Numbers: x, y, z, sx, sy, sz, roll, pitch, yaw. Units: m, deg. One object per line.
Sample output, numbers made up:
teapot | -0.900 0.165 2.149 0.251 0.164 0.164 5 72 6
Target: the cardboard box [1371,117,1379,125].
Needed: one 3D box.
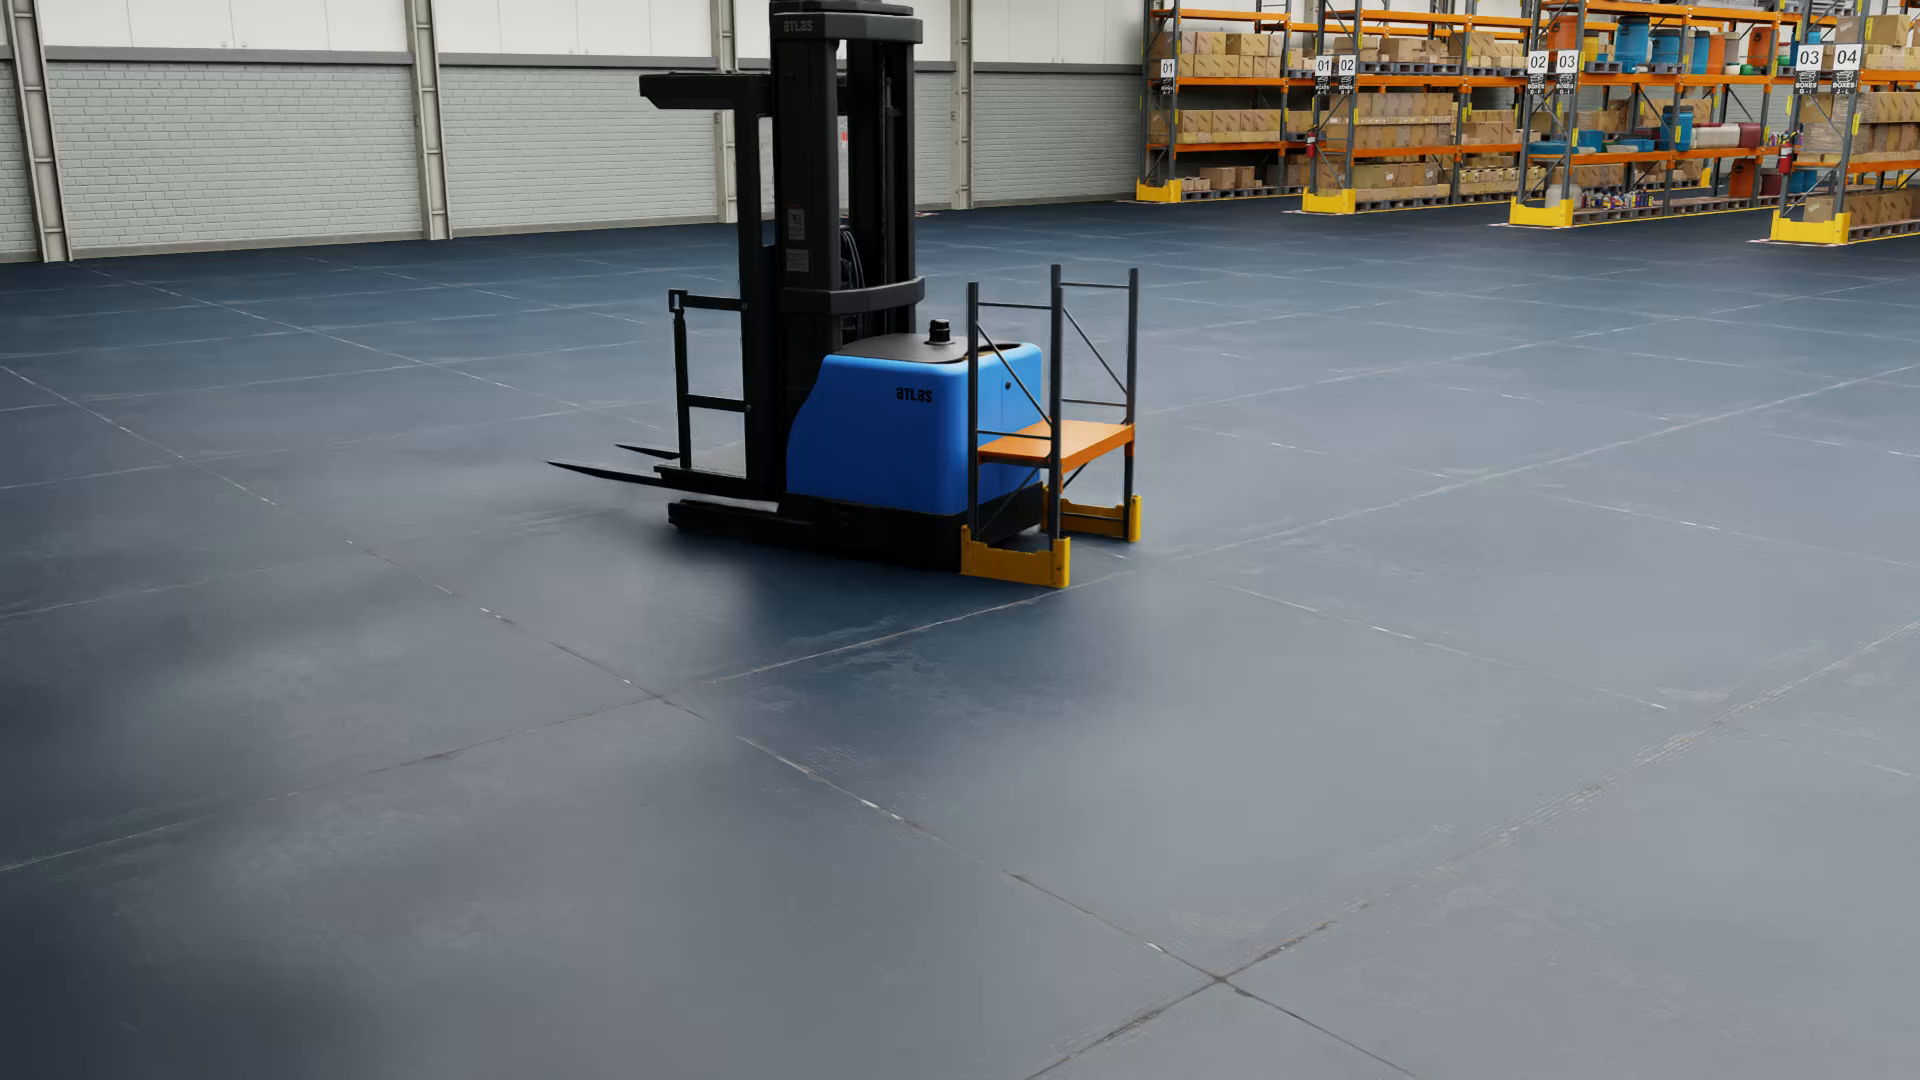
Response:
cardboard box | 8.684 -8.919 35.379 0.250 0.149 0.380 -13 19 -39

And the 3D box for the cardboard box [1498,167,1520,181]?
cardboard box | 12.891 -8.636 39.194 0.500 0.311 0.500 -13 20 -40

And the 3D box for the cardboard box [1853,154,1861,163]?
cardboard box | 14.933 -6.436 28.018 0.250 0.149 0.380 -13 19 -39

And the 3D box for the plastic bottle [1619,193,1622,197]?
plastic bottle | 13.246 -6.800 33.307 0.133 0.283 0.061 -13 19 -39

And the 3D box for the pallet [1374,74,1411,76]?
pallet | 11.092 -12.242 43.823 1.003 0.211 1.213 -12 19 -37

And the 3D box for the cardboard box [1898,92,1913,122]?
cardboard box | 16.085 -7.486 28.756 0.500 0.500 0.500 -13 19 -39

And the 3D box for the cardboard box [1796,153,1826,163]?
cardboard box | 14.440 -6.484 28.198 0.250 0.149 0.380 -13 19 -39

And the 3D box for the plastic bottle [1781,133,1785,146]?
plastic bottle | 18.337 -8.921 37.063 0.133 0.283 0.061 -13 19 -39

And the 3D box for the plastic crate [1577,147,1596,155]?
plastic crate | 11.995 -7.442 31.811 0.250 0.136 0.298 -13 19 -39

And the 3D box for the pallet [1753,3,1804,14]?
pallet | 17.708 -11.566 36.255 1.003 0.211 1.213 -13 19 -39

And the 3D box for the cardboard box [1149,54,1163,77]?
cardboard box | 4.754 -11.037 38.711 0.500 0.500 0.500 -11 18 -35

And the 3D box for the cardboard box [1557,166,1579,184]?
cardboard box | 14.818 -8.917 40.813 0.500 0.500 0.500 -14 20 -41

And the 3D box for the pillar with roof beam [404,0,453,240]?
pillar with roof beam | -6.187 -8.708 24.412 0.400 9.000 9.100 -13 19 -39

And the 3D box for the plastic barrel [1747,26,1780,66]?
plastic barrel | 17.574 -10.791 36.379 0.708 0.830 0.600 -13 19 -39

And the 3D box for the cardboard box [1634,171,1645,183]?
cardboard box | 17.371 -9.421 43.066 0.500 0.311 0.500 -13 19 -39

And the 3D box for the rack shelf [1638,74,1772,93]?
rack shelf | 15.635 -9.599 34.955 4.000 0.370 1.077 -13 19 -39

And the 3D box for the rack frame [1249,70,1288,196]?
rack frame | 7.623 -10.087 41.201 0.127 3.000 1.000 -13 19 -39

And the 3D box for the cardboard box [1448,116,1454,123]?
cardboard box | 10.813 -9.397 37.168 0.250 0.149 0.380 -13 20 -39

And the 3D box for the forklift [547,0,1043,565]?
forklift | -1.063 -1.550 9.374 3.031 2.935 1.130 9 17 30

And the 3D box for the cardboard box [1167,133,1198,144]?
cardboard box | 5.182 -9.368 38.759 0.500 0.250 0.500 -13 20 -41

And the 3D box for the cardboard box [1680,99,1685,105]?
cardboard box | 18.619 -11.297 43.600 0.500 0.500 0.500 -12 19 -38

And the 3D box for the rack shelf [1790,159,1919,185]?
rack shelf | 15.869 -6.508 29.196 4.000 0.370 1.077 -13 19 -39

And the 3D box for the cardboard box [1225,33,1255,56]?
cardboard box | 6.630 -11.754 39.460 0.500 0.500 0.500 -14 20 -41

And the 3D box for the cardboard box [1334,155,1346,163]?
cardboard box | 9.661 -9.916 43.097 0.500 0.250 0.500 -12 19 -38

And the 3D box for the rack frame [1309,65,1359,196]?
rack frame | 7.860 -8.446 35.057 0.127 3.000 1.000 -13 19 -39

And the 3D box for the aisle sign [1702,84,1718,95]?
aisle sign | 20.183 -12.364 44.688 0.004 0.787 0.394 -13 19 -39

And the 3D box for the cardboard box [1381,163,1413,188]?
cardboard box | 9.544 -7.984 36.388 0.500 0.500 0.500 -13 19 -39

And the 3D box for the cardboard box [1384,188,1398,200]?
cardboard box | 9.163 -7.538 36.172 0.500 0.250 0.500 -13 19 -39

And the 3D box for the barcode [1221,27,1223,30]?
barcode | 6.292 -12.302 40.001 0.075 0.075 0.001 -13 19 -39

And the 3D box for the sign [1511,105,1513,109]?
sign | 16.316 -12.686 49.098 0.005 0.325 0.100 -13 19 -39

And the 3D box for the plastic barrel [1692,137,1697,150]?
plastic barrel | 15.226 -8.286 34.726 0.301 0.262 0.301 0 15 0

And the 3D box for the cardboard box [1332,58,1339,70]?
cardboard box | 9.602 -12.072 42.581 0.637 0.503 0.797 -9 18 -32

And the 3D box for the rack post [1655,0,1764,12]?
rack post | 15.556 -11.504 34.492 3.121 1.000 1.013 -13 19 -39

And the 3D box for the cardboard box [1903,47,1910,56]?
cardboard box | 16.070 -8.400 28.589 0.250 0.149 0.380 -14 20 -41

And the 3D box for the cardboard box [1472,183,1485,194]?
cardboard box | 11.731 -8.104 38.293 0.500 0.250 0.500 -12 19 -38

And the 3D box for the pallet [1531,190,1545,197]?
pallet | 14.483 -8.573 40.936 1.213 0.211 1.003 -13 19 -39

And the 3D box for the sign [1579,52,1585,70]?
sign | 11.467 -8.827 30.652 0.005 0.325 0.100 -13 19 -39

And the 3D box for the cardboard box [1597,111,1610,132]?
cardboard box | 15.931 -10.564 41.980 0.500 0.500 0.700 -9 17 -31

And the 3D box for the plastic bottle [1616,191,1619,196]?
plastic bottle | 13.443 -7.009 34.090 0.133 0.283 0.061 -13 19 -39

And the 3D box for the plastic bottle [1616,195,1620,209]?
plastic bottle | 13.015 -6.697 32.943 0.097 0.271 0.097 0 15 0

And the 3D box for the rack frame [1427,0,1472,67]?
rack frame | 10.878 -12.022 36.819 0.127 3.000 1.000 -13 19 -39

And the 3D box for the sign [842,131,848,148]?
sign | -2.334 -8.213 34.114 0.234 0.329 0.001 -13 19 -39

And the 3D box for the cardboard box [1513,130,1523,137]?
cardboard box | 13.093 -9.644 39.716 0.500 0.311 0.500 -13 20 -40

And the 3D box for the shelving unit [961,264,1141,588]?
shelving unit | 0.502 -0.638 8.732 0.587 1.500 1.083 7 17 26

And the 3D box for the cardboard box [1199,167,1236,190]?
cardboard box | 6.203 -8.725 40.094 0.500 0.500 0.700 -14 21 -43

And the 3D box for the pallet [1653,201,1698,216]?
pallet | 14.693 -6.952 34.867 1.213 0.211 1.003 -13 19 -39

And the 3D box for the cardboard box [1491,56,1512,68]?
cardboard box | 12.360 -11.015 38.339 0.500 0.250 0.500 14 20 42

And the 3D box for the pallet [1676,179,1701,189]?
pallet | 19.272 -9.661 45.009 1.213 0.211 1.003 -13 19 -39

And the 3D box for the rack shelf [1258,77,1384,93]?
rack shelf | 9.132 -11.528 42.176 4.000 0.370 1.077 -13 19 -39

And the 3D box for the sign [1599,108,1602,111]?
sign | 16.551 -11.001 42.946 0.005 0.325 0.100 -13 19 -39

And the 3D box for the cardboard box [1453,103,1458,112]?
cardboard box | 13.474 -11.878 45.642 0.500 0.250 0.500 -12 19 -38

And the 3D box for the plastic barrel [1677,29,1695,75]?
plastic barrel | 14.861 -10.089 34.425 0.600 0.901 0.600 0 15 0

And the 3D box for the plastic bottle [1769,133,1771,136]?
plastic bottle | 18.531 -9.176 38.039 0.097 0.271 0.097 0 15 0
